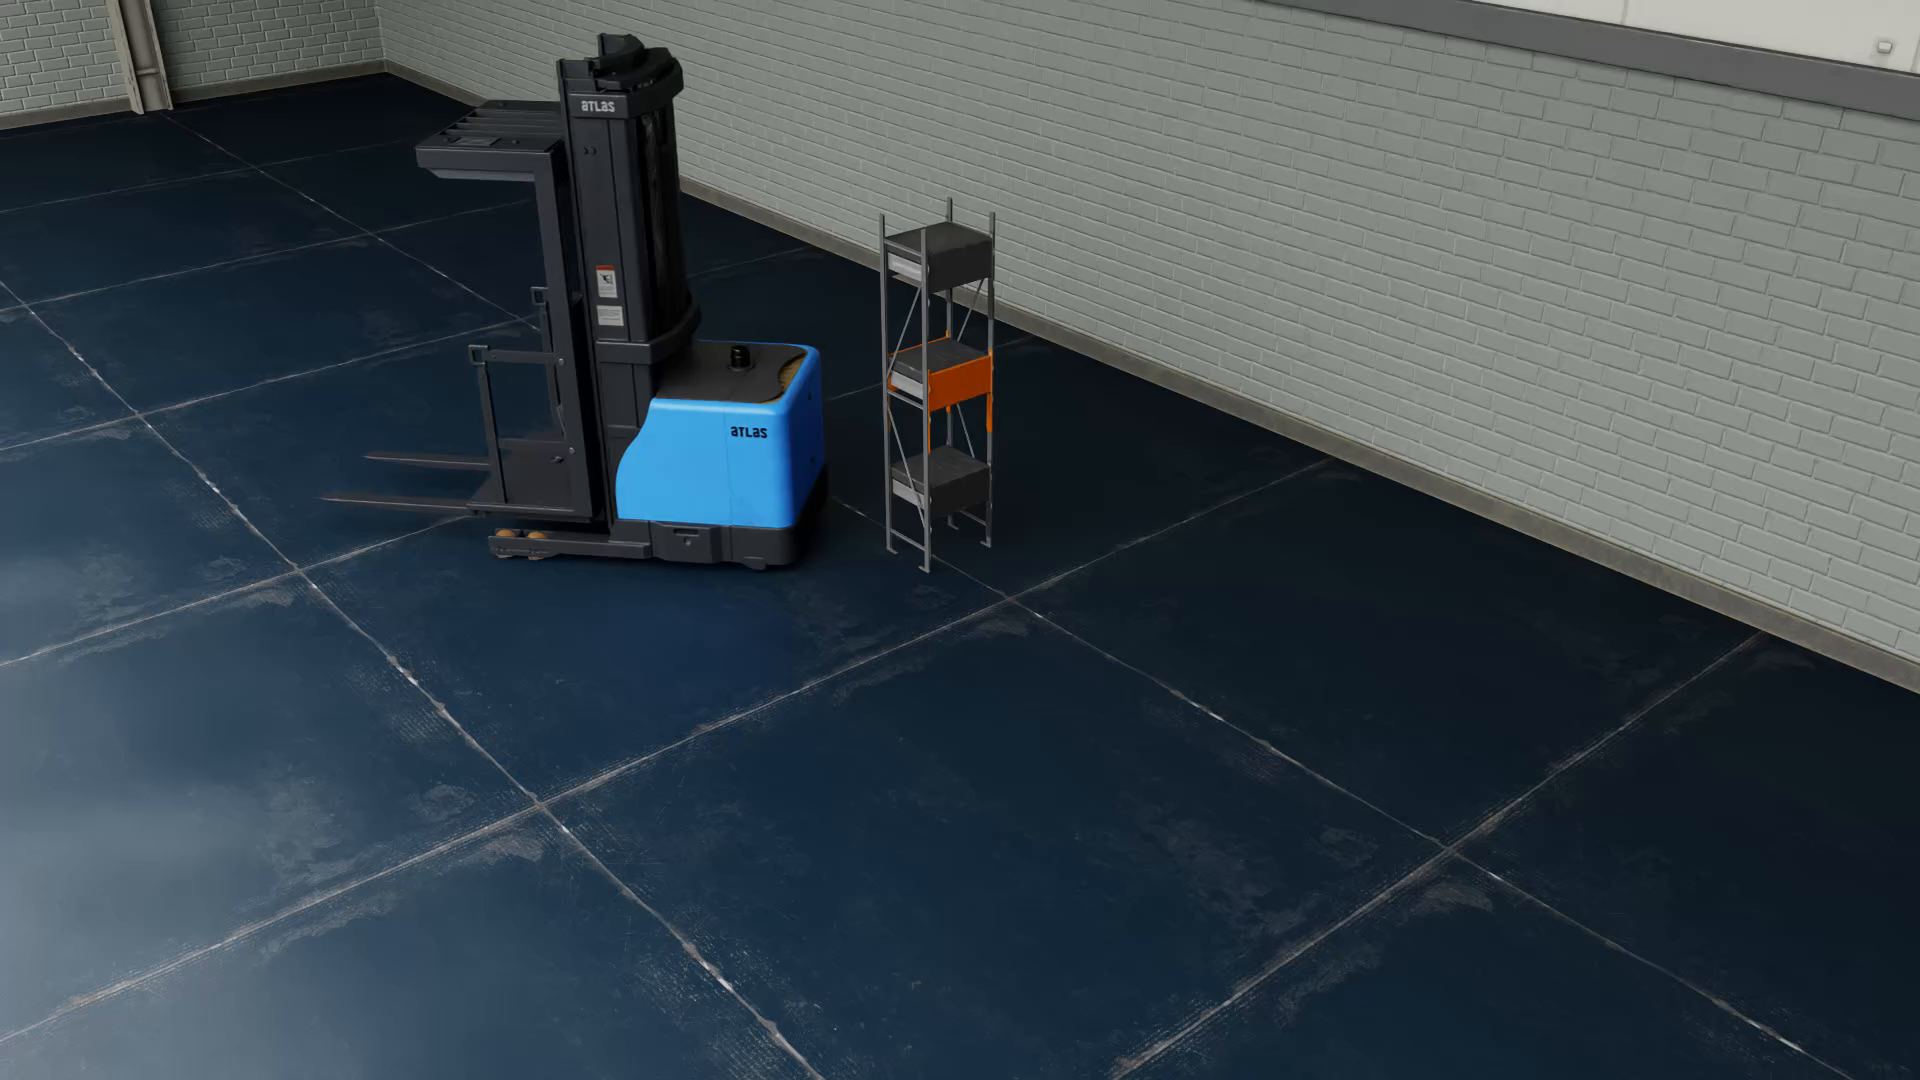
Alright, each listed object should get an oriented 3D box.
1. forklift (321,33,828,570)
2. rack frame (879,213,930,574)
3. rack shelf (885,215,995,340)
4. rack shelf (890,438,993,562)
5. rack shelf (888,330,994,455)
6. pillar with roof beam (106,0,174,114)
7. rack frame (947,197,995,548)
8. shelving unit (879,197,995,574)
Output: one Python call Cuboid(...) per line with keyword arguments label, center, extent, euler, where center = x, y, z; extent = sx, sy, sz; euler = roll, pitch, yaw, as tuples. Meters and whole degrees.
Cuboid(label="forklift", center=(-2.400, -1.413, 9.784), extent=(3.031, 2.935, 1.130), euler=(4, 28, 7))
Cuboid(label="rack frame", center=(-0.312, -0.801, 9.521), extent=(0.015, 2.100, 0.400), euler=(-22, 35, -35))
Cuboid(label="rack shelf", center=(-0.126, -1.481, 9.337), extent=(0.480, 0.518, 0.431), euler=(-22, 35, -35))
Cuboid(label="rack shelf", center=(-0.126, -0.246, 9.997), extent=(0.480, 0.518, 0.431), euler=(-22, 35, -35))
Cuboid(label="rack shelf", center=(-0.126, -0.863, 9.667), extent=(0.480, 0.518, 0.431), euler=(-22, 35, -35))
Cuboid(label="pillar with roof beam", center=(-6.863, -7.578, 14.882), extent=(0.400, 9.000, 9.100), euler=(-22, 35, -35))
Cuboid(label="rack frame", center=(0.060, -0.950, 9.800), extent=(0.015, 2.100, 0.400), euler=(-22, 35, -35))
Cuboid(label="shelving unit", center=(-0.126, -0.875, 9.660), extent=(0.503, 2.100, 0.431), euler=(-22, 35, -35))
